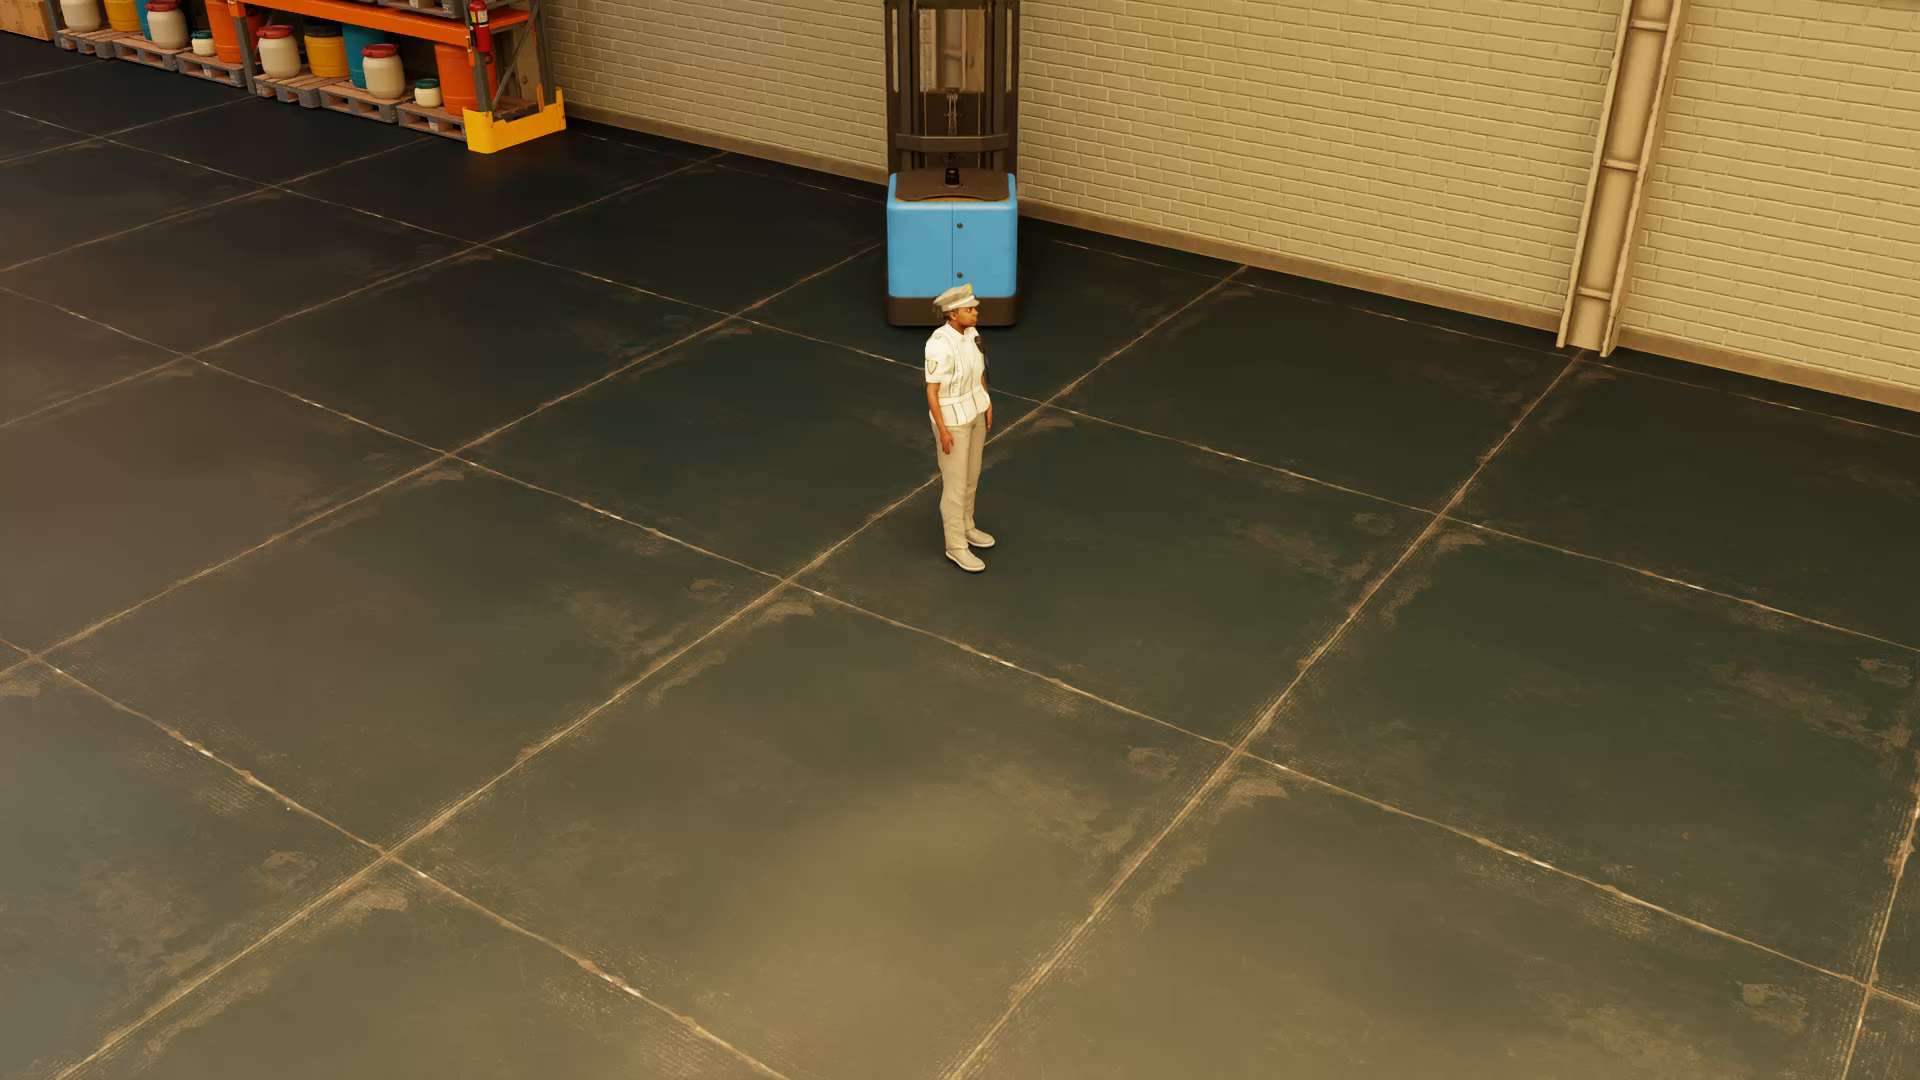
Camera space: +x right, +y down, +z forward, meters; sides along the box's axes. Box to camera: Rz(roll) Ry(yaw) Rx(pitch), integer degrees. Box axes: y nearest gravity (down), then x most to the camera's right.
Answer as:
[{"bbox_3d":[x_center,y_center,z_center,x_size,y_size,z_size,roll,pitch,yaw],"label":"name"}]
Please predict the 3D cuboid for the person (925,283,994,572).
[{"bbox_3d":[0.052,-0.710,10.020,0.528,1.697,0.570,19,35,29],"label":"person"}]

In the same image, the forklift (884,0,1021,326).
[{"bbox_3d":[-0.063,-3.679,13.917,1.130,2.935,3.031,0,30,0],"label":"forklift"}]
